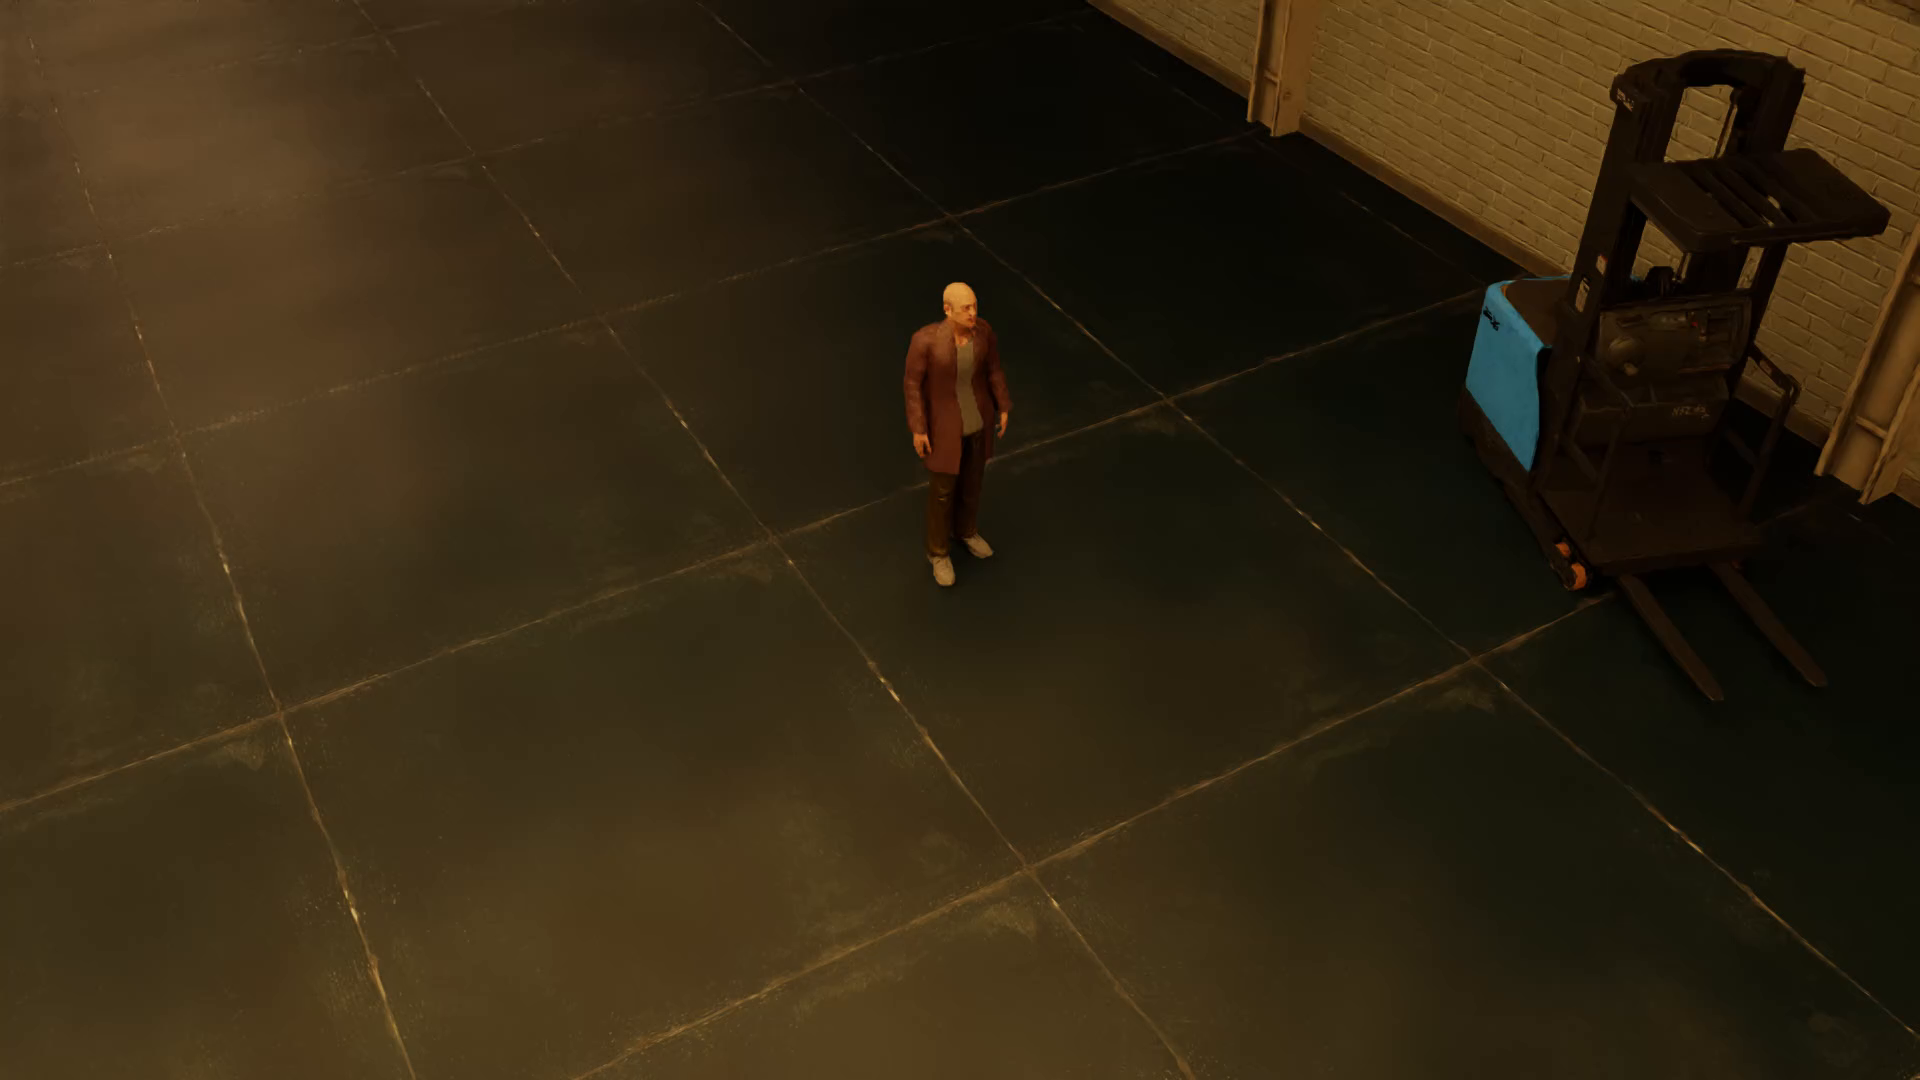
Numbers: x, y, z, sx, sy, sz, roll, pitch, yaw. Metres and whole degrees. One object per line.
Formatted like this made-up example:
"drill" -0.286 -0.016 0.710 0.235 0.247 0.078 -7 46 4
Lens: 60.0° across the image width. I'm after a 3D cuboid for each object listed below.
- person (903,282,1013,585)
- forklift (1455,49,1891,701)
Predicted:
"person" 0.042 -0.637 9.698 0.694 1.776 0.580 -20 44 -23
"forklift" 4.117 -1.081 9.339 1.130 2.935 3.031 -7 40 -8
